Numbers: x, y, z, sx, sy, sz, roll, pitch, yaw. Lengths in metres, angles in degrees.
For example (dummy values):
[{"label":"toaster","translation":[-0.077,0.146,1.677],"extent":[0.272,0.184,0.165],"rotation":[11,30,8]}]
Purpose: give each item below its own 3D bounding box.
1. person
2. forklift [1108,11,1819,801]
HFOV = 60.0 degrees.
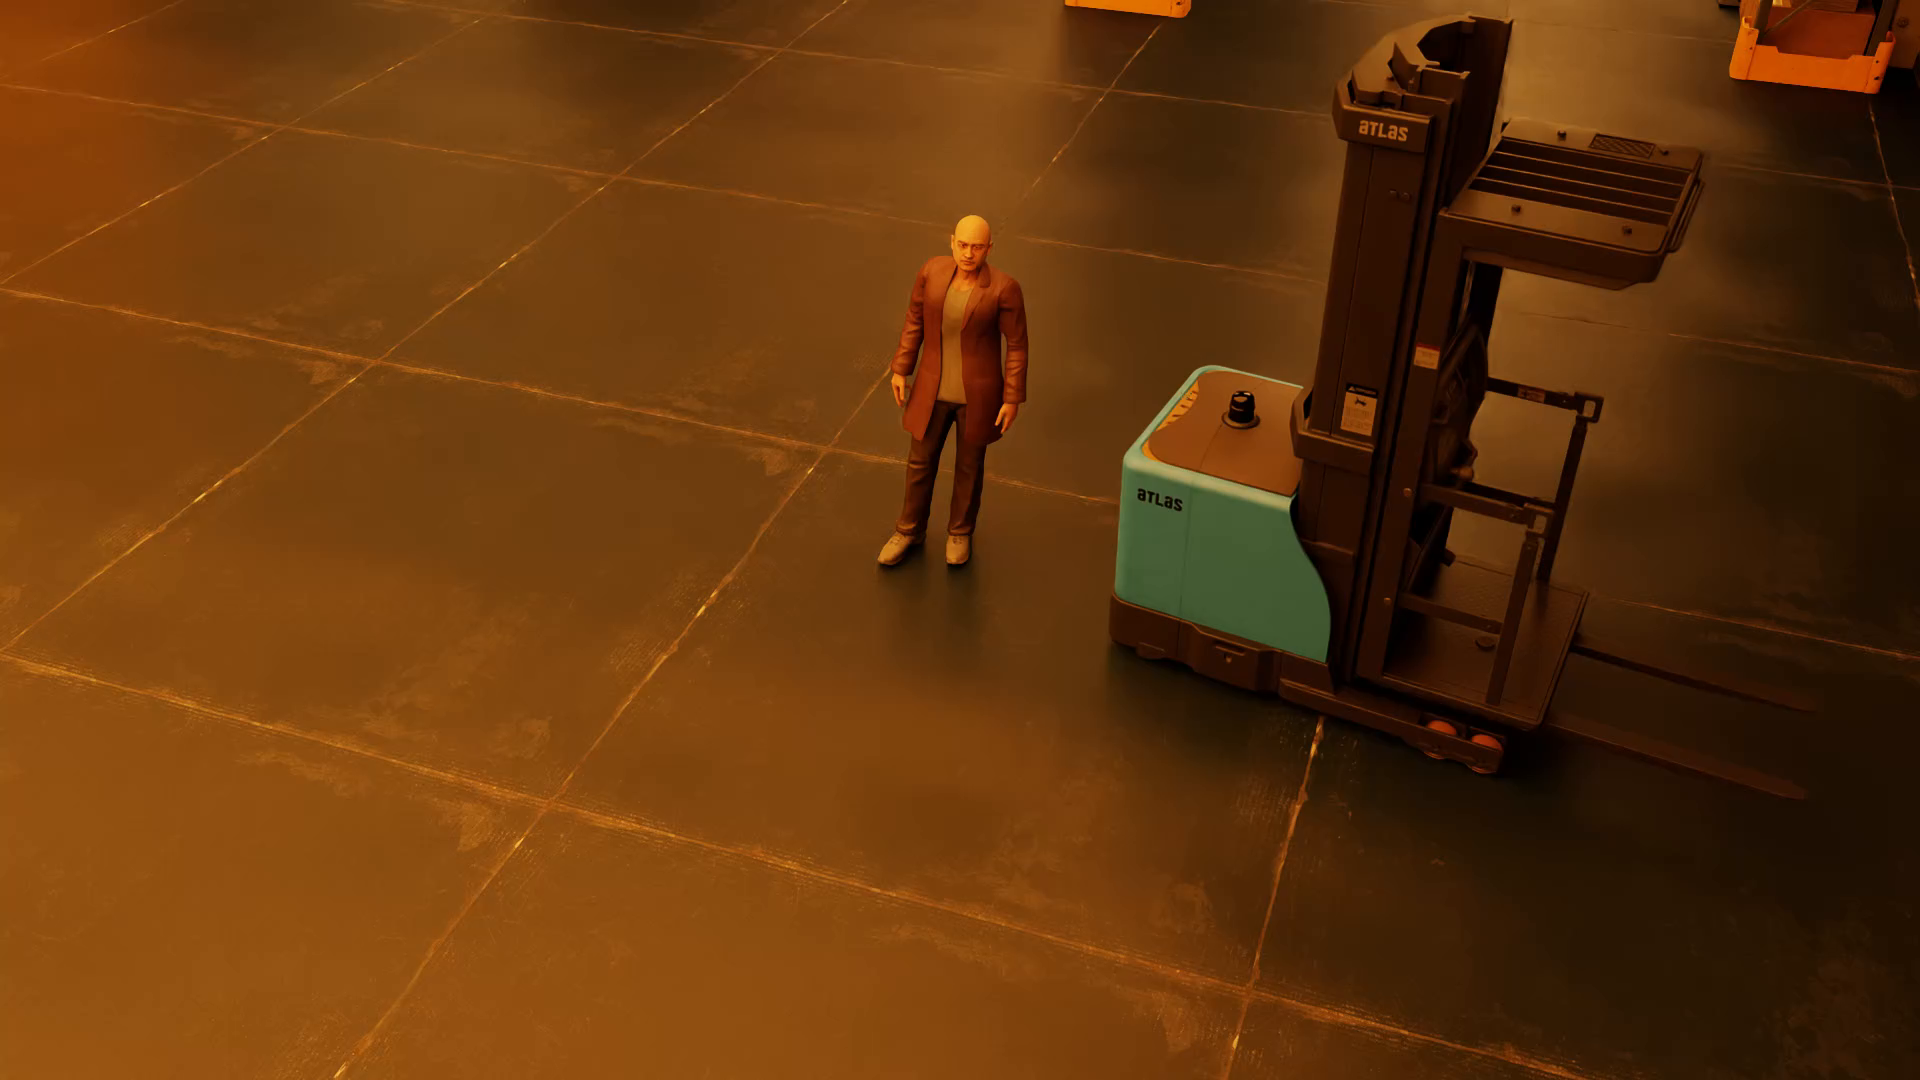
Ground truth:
[{"label":"person","translation":[-0.034,-0.682,8.058],"extent":[0.698,1.776,0.581],"rotation":[12,37,16]},{"label":"forklift","translation":[2.253,-0.536,6.867],"extent":[3.031,2.935,1.130],"rotation":[17,39,22]}]
